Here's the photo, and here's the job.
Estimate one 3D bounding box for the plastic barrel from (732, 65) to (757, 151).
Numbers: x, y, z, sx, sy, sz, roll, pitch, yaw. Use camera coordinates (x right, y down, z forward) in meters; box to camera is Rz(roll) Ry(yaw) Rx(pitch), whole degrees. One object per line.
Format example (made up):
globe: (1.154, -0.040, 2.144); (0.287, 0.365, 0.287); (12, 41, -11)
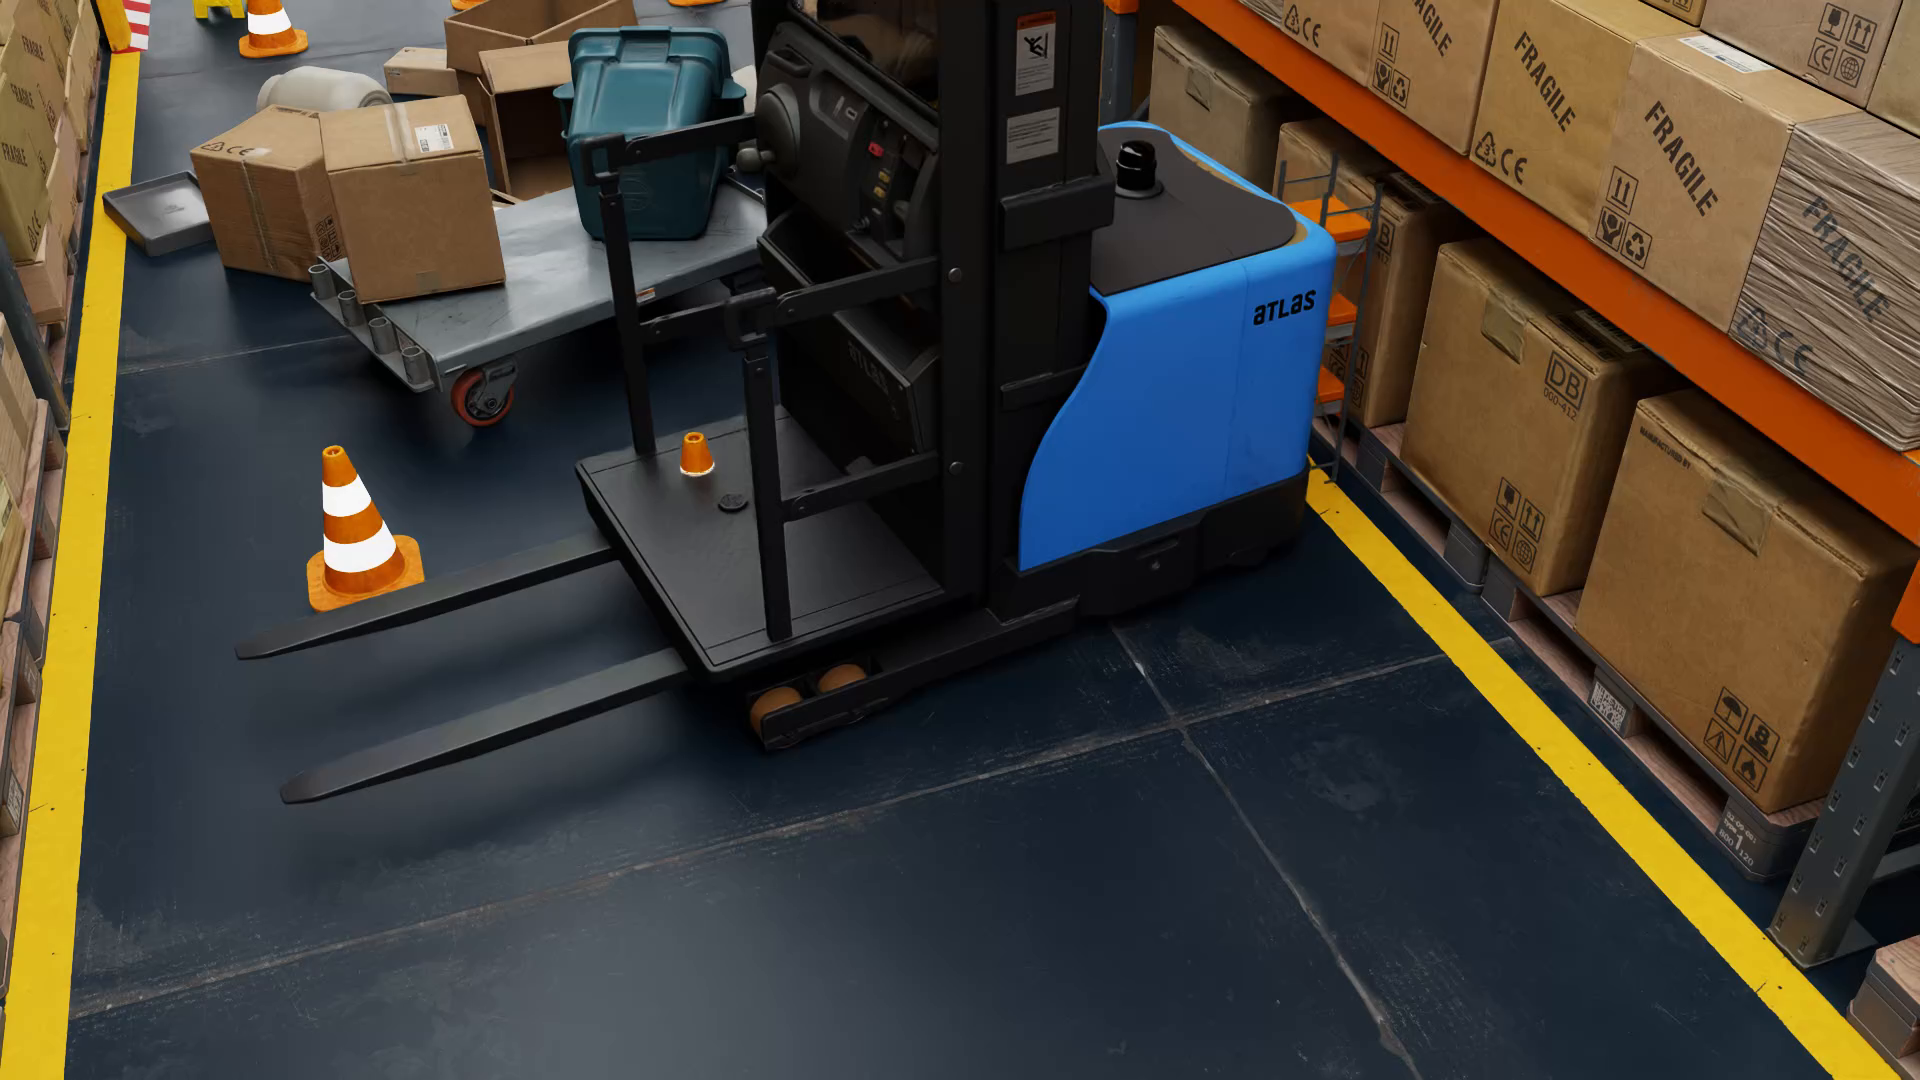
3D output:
plastic barrel: (-0.783, -1.876, 7.389); (0.512, 0.421, 0.421); (12, 39, 16)

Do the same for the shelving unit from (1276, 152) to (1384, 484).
shelving unit: (1.106, -0.669, 5.258); (0.215, 1.050, 0.252); (-13, 37, -17)

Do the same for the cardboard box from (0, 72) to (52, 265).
cardboard box: (-3.515, -1.258, 5.740); (0.500, 0.500, 0.500); (-11, 38, -14)

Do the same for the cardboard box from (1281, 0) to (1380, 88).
cardboard box: (1.320, -1.701, 4.932); (0.500, 0.500, 0.500); (-13, 39, -16)

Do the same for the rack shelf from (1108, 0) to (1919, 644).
rack shelf: (1.736, -1.165, 4.901); (1.077, 0.370, 4.000); (-12, 39, -16)

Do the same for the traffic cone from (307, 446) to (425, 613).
traffic cone: (-1.824, -0.076, 4.966); (0.336, 0.463, 0.334); (-12, 39, -16)

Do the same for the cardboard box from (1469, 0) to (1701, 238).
cardboard box: (1.675, -1.125, 4.168); (0.500, 0.500, 0.500); (-13, 39, -17)

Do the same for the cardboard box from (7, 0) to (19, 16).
cardboard box: (-3.775, -2.042, 6.241); (0.380, 0.149, 0.250); (-10, 38, -13)

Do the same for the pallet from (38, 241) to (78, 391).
pallet: (-3.829, -0.758, 6.081); (1.003, 0.211, 1.213); (-12, 39, -16)

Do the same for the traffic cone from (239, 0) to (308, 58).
traffic cone: (-3.582, -2.770, 8.543); (0.336, 0.463, 0.334); (-12, 39, -16)

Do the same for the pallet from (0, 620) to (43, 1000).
pallet: (-2.872, 0.744, 4.087); (1.003, 0.211, 1.213); (-12, 39, -16)

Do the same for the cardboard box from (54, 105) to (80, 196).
cardboard box: (-3.894, -1.557, 6.760); (0.500, 0.250, 0.500); (-13, 39, -17)

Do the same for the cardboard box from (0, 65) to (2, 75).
cardboard box: (-3.501, -1.600, 5.655); (0.380, 0.149, 0.250); (-12, 39, -15)

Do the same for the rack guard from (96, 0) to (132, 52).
rack guard: (-4.915, -2.718, 8.443); (1.175, 0.500, 0.348); (-12, 39, -16)

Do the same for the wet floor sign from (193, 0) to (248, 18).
wet floor sign: (-4.002, -3.148, 8.893); (0.267, 0.644, 0.232); (0, 37, 0)

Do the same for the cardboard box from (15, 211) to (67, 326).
cardboard box: (-3.515, -0.959, 5.966); (0.500, 0.250, 0.500); (-14, 39, -18)

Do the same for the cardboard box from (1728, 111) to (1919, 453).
cardboard box: (2.017, -0.561, 3.419); (0.500, 0.500, 0.500); (-12, 39, -16)

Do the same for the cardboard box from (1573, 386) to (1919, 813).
cardboard box: (2.299, 0.046, 4.217); (1.050, 0.750, 0.750); (-13, 39, -17)

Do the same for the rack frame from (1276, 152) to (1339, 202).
rack frame: (1.062, -0.735, 5.351); (0.200, 1.050, 0.008); (-13, 37, -17)

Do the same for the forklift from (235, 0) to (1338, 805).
forklift: (-0.477, -0.971, 4.102); (3.031, 2.935, 1.130); (-18, 41, -23)

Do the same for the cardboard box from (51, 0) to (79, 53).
cardboard box: (-4.238, -2.436, 7.304); (0.500, 0.500, 0.500); (-11, 38, -14)

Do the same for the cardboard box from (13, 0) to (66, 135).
cardboard box: (-3.887, -1.851, 6.528); (0.500, 0.500, 0.500); (-10, 38, -14)

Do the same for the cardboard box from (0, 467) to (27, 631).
cardboard box: (-3.132, 0.083, 4.481); (0.950, 0.372, 0.625); (-10, 38, -13)

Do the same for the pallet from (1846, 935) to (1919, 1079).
pallet: (2.692, 1.233, 3.437); (1.003, 0.211, 1.213); (-12, 39, -16)

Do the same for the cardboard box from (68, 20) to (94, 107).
cardboard box: (-4.240, -2.134, 7.526); (0.500, 0.250, 0.500); (-12, 39, -16)

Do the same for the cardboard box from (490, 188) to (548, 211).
cardboard box: (-1.830, -1.312, 6.772); (0.396, 0.266, 0.258); (19, 41, 23)

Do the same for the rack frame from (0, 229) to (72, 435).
rack frame: (-3.565, -1.500, 4.748); (1.000, 3.000, 0.127); (-12, 39, -16)

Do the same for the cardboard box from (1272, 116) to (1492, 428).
cardboard box: (1.674, -0.973, 5.570); (1.050, 0.750, 0.750); (-12, 39, -16)

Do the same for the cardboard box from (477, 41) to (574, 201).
cardboard box: (-1.630, -1.822, 7.138); (0.797, 0.637, 0.503); (-12, 39, -16)

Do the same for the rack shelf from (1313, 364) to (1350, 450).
rack shelf: (1.106, -0.434, 5.426); (0.215, 0.259, 0.240); (-13, 37, -17)

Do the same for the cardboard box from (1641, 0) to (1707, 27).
cardboard box: (1.925, -1.592, 3.956); (0.700, 0.500, 0.500); (-13, 39, -17)

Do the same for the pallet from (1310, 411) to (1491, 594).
pallet: (1.808, -0.357, 5.549); (1.003, 0.211, 1.213); (-12, 39, -16)

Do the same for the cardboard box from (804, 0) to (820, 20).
cardboard box: (-0.450, -2.249, 7.818); (0.500, 0.500, 0.500); (-6, 37, -8)

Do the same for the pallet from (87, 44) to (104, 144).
pallet: (-4.669, -2.137, 7.911); (1.003, 0.211, 1.213); (-12, 39, -16)

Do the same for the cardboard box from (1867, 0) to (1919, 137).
cardboard box: (2.279, -1.017, 3.193); (0.700, 0.500, 0.500); (-13, 39, -16)

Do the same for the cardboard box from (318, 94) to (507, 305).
cardboard box: (-1.904, -1.189, 5.784); (0.500, 0.500, 0.500); (-12, 39, -16)

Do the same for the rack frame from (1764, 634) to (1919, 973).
rack frame: (2.424, -0.322, 3.185); (1.000, 3.000, 0.127); (-12, 39, -16)
